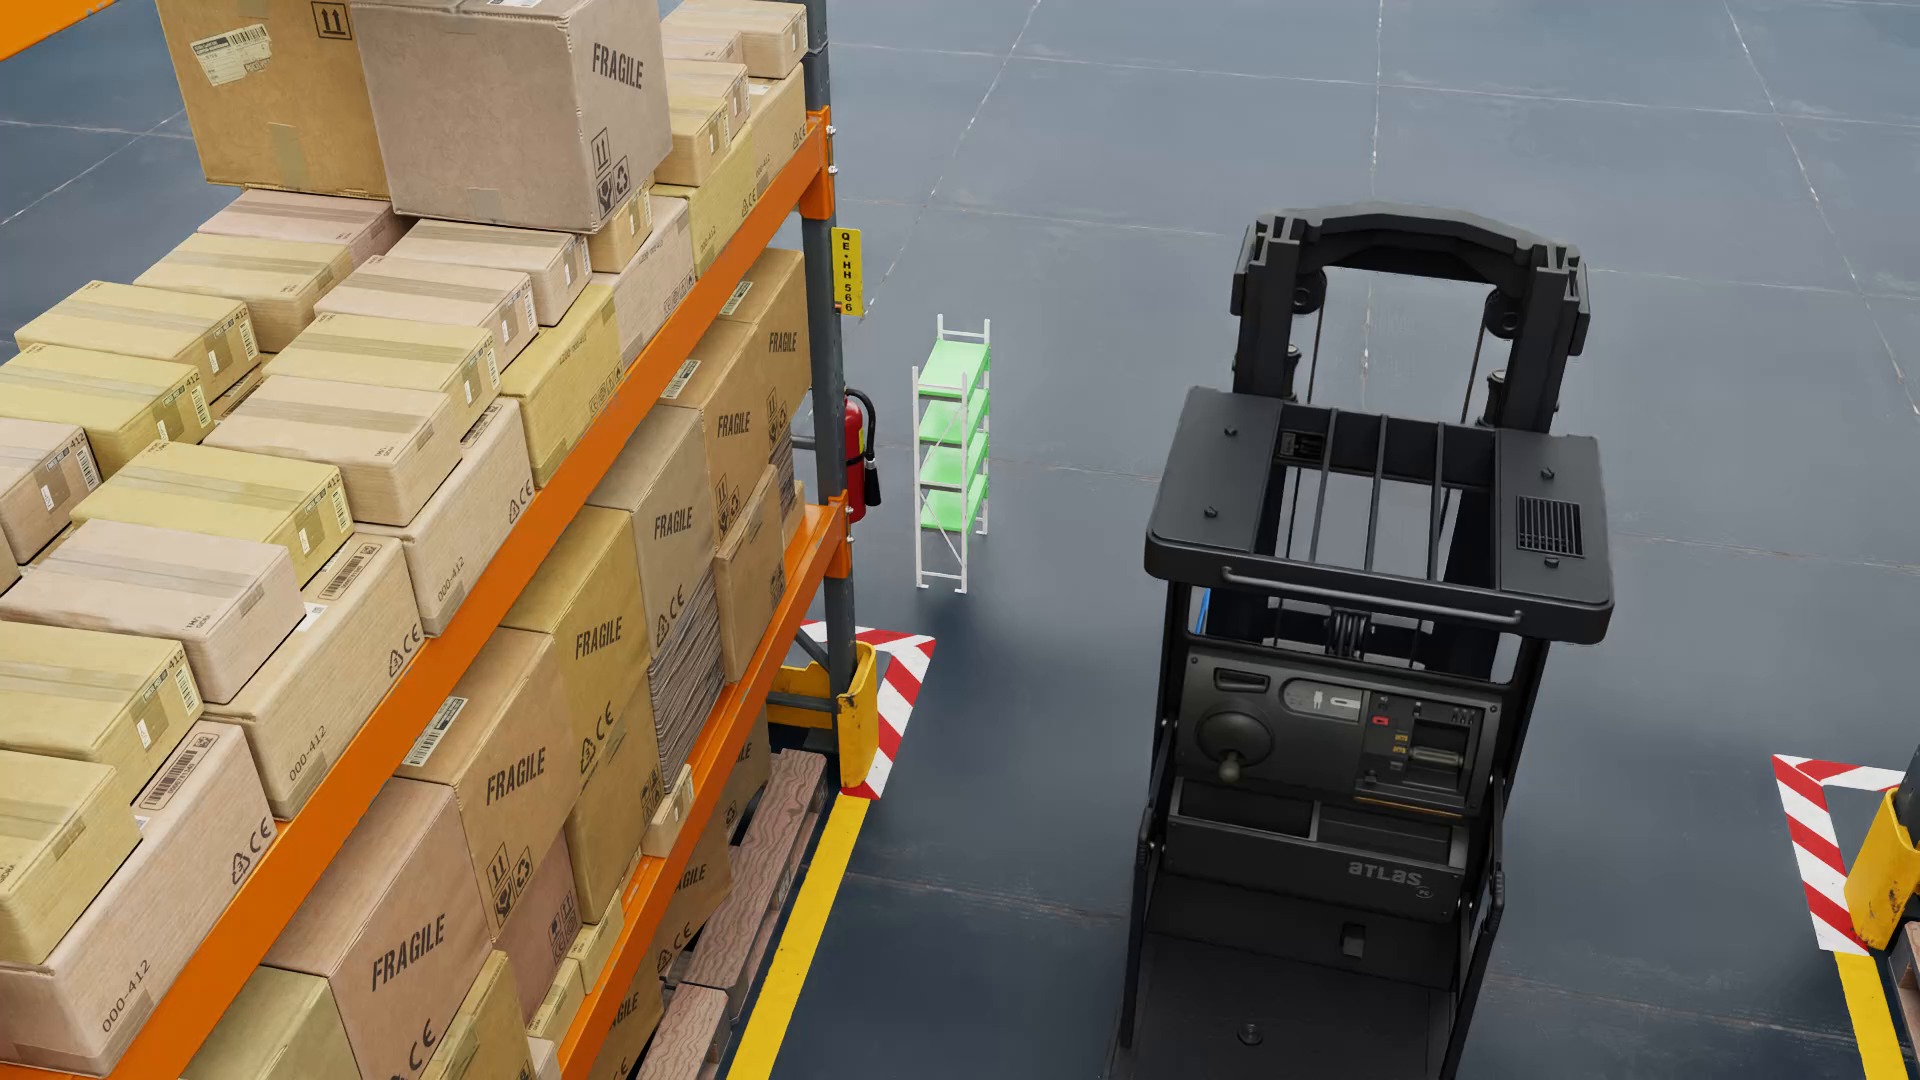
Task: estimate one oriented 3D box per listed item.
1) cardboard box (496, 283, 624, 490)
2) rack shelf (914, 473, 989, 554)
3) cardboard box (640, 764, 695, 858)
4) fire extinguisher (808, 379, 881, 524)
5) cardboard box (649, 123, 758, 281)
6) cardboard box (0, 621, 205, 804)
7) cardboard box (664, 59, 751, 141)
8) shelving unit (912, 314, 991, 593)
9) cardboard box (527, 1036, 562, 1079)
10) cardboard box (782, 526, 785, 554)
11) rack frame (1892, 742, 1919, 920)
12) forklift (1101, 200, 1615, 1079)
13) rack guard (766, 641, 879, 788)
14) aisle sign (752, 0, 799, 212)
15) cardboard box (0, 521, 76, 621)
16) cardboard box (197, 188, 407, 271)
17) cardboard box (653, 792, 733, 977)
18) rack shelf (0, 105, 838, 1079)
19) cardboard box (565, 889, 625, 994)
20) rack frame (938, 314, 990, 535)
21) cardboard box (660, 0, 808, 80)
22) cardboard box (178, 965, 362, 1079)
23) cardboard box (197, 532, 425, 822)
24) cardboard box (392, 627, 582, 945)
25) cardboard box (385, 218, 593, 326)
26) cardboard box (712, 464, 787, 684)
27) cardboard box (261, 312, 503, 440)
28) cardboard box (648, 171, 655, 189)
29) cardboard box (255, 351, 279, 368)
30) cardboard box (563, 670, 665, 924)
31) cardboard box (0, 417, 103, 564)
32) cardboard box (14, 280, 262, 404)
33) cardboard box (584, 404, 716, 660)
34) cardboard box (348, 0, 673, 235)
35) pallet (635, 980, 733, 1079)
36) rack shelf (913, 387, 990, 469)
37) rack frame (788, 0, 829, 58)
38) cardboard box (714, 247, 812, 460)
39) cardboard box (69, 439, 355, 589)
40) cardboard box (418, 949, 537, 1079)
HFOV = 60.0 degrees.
[{"bbox_3d":[-1.102,-0.379,3.789,0.500,0.250,0.500,7,36,9],"label":"cardboard box"},{"bbox_3d":[-0.035,-0.145,7.945,0.258,0.148,0.480,7,37,10],"label":"rack shelf"},{"bbox_3d":[-1.001,0.762,4.856,0.380,0.149,0.250,7,37,10],"label":"cardboard box"},{"bbox_3d":[-0.449,-0.378,6.282,0.296,0.674,0.183,7,37,10],"label":"fire extinguisher"},{"bbox_3d":[-0.882,-0.961,4.592,0.500,0.250,0.500,8,37,10],"label":"cardboard box"},{"bbox_3d":[-1.417,0.267,2.557,0.380,0.149,0.250,6,36,8],"label":"cardboard box"},{"bbox_3d":[-0.799,-1.214,4.601,0.380,0.149,0.250,6,36,8],"label":"cardboard box"},{"bbox_3d":[-0.035,-0.391,7.767,0.258,1.200,0.503,7,37,10],"label":"shelving unit"},{"bbox_3d":[-1.208,1.336,4.064,0.380,0.149,0.250,7,37,10],"label":"cardboard box"},{"bbox_3d":[-0.837,0.032,5.863,0.380,0.149,0.250,7,37,10],"label":"cardboard box"},{"bbox_3d":[3.915,0.219,5.392,1.000,3.000,0.127,7,37,10],"label":"rack frame"},{"bbox_3d":[1.083,0.652,4.853,1.130,2.935,3.031,9,37,12],"label":"forklift"},{"bbox_3d":[-0.940,0.654,6.922,1.175,0.500,0.348,7,37,10],"label":"rack guard"},{"bbox_3d":[-0.617,-1.452,5.483,0.394,0.787,0.004,7,37,10],"label":"aisle sign"},{"bbox_3d":[-1.814,0.145,3.065,0.500,0.250,0.500,8,37,11],"label":"cardboard box"},{"bbox_3d":[-1.527,-0.698,3.889,0.380,0.149,0.250,7,37,9],"label":"cardboard box"},{"bbox_3d":[-1.167,1.143,5.889,0.500,0.500,0.500,17,39,22],"label":"cardboard box"},{"bbox_3d":[-1.351,-0.179,3.997,1.077,0.370,4.000,7,37,10],"label":"rack shelf"},{"bbox_3d":[-1.131,1.046,4.465,0.380,0.149,0.250,7,37,10],"label":"cardboard box"},{"bbox_3d":[0.017,-0.531,7.960,0.240,1.200,0.015,7,37,10],"label":"rack frame"},{"bbox_3d":[-0.678,-1.519,5.022,0.380,0.149,0.250,7,37,10],"label":"cardboard box"},{"bbox_3d":[-1.433,1.099,2.986,0.500,0.500,0.500,7,37,10],"label":"cardboard box"},{"bbox_3d":[-1.324,0.208,2.979,0.500,0.250,0.500,7,37,10],"label":"cardboard box"},{"bbox_3d":[-1.221,0.526,3.778,0.500,0.500,0.500,7,37,10],"label":"cardboard box"},{"bbox_3d":[-1.067,-0.623,3.785,0.380,0.149,0.250,6,36,8],"label":"cardboard box"},{"bbox_3d":[-1.057,0.051,5.285,0.875,0.500,0.500,7,37,10],"label":"cardboard box"},{"bbox_3d":[-1.166,-0.324,3.373,0.380,0.149,0.250,7,36,9],"label":"cardboard box"},{"bbox_3d":[-1.004,-0.941,4.224,0.380,0.149,0.250,8,37,11],"label":"cardboard box"},{"bbox_3d":[-1.599,-0.433,3.863,0.500,0.250,0.500,8,37,11],"label":"cardboard box"},{"bbox_3d":[-1.325,0.617,4.504,0.875,0.500,0.500,7,37,10],"label":"cardboard box"},{"bbox_3d":[-1.842,-0.104,3.070,0.380,0.149,0.250,6,36,9],"label":"cardboard box"},{"bbox_3d":[-1.714,-0.403,3.482,0.380,0.149,0.250,9,37,12],"label":"cardboard box"},{"bbox_3d":[-1.010,-0.048,4.569,0.500,0.500,0.500,7,37,10],"label":"cardboard box"},{"bbox_3d":[-1.007,-1.059,3.835,0.500,0.500,0.500,7,37,10],"label":"cardboard box"},{"bbox_3d":[-1.411,1.929,5.408,1.003,0.211,1.213,7,37,10],"label":"pallet"},{"bbox_3d":[-0.035,-0.534,7.664,0.258,0.148,0.480,7,37,10],"label":"rack shelf"},{"bbox_3d":[-0.924,-2.831,4.488,1.000,3.000,0.127,7,37,10],"label":"rack frame"},{"bbox_3d":[-0.800,-0.621,5.361,0.500,0.500,0.500,7,37,10],"label":"cardboard box"},{"bbox_3d":[-1.328,-0.032,2.970,0.380,0.149,0.250,8,37,11],"label":"cardboard box"},{"bbox_3d":[-1.480,1.198,3.702,0.875,0.500,0.500,7,37,10],"label":"cardboard box"}]
